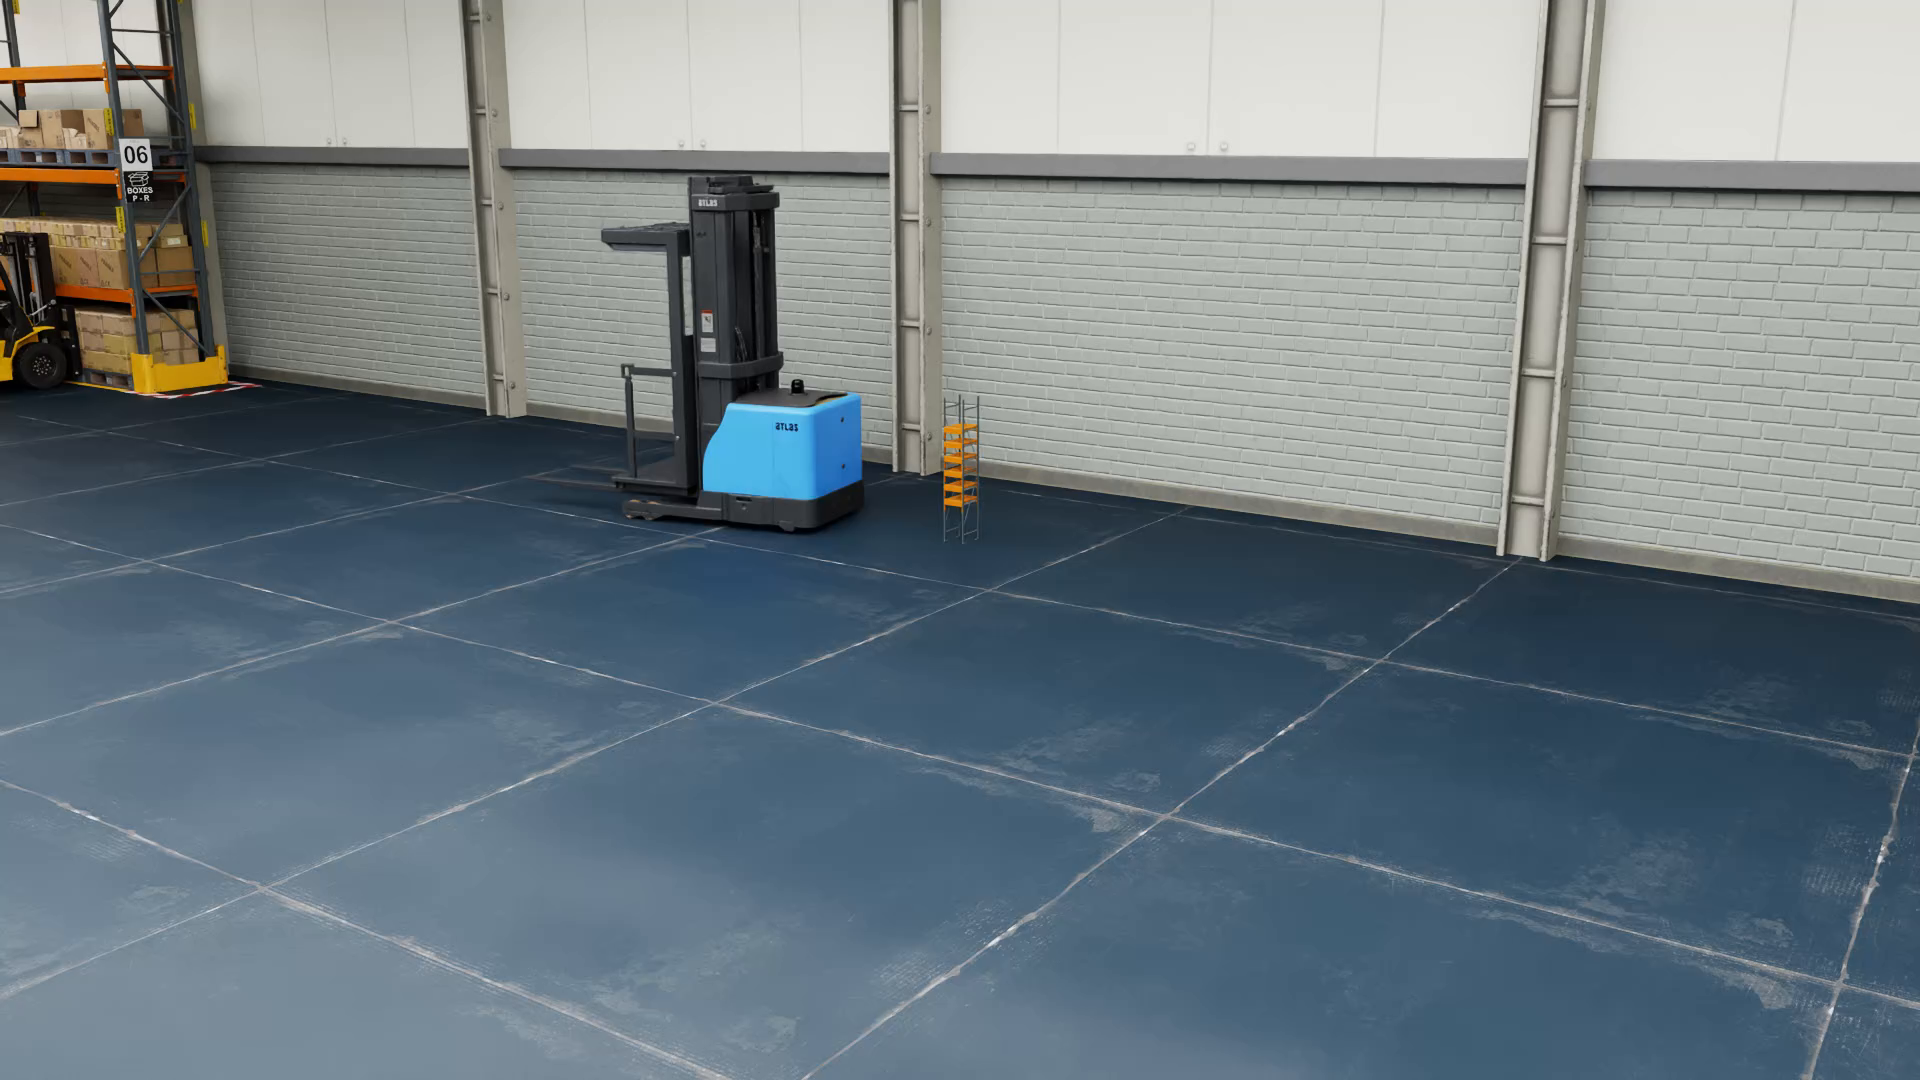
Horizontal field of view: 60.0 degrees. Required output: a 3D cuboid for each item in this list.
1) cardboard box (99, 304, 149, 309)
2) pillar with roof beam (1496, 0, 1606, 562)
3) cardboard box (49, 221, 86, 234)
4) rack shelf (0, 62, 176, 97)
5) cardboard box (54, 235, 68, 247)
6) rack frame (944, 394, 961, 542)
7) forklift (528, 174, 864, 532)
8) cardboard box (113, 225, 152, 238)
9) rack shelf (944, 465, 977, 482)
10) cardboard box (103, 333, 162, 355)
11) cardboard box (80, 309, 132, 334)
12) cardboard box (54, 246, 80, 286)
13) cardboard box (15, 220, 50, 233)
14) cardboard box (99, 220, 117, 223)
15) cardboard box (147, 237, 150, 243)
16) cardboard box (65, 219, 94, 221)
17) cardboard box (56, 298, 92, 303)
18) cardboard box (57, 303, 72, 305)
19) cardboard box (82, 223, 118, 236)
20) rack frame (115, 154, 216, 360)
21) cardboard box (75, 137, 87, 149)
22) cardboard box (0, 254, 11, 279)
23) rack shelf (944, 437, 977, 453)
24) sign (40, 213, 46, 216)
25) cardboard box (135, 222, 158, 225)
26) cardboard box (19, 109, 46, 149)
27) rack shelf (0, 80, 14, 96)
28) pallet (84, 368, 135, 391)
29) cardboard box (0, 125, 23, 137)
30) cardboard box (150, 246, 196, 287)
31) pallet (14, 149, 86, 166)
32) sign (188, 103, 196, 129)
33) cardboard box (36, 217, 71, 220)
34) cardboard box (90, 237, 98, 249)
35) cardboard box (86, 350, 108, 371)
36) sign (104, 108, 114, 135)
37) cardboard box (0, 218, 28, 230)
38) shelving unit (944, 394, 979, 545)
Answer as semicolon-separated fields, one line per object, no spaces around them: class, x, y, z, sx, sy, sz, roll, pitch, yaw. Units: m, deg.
cardboard box;-11.427;-3.075;22.771;0.500;0.250;0.500;9;17;32
pillar with roof beam;2.150;-3.396;8.814;0.400;9.000;9.100;9;17;33
cardboard box;-11.999;-4.201;22.376;0.250;0.149;0.380;9;17;34
rack shelf;-11.968;-6.120;22.148;4.000;0.370;1.077;9;17;33
cardboard box;-11.830;-4.004;22.198;0.250;0.149;0.380;9;17;33
rack frame;-0.064;-0.593;13.721;0.006;1.200;0.240;9;17;33
forklift;-2.417;-1.701;14.596;3.031;2.935;1.130;6;15;22
cardboard box;-10.723;-3.997;21.550;0.250;0.149;0.380;9;17;33
rack shelf;0.012;-0.537;13.682;0.180;0.103;0.258;9;17;33
cardboard box;-10.886;-2.598;21.883;0.500;0.250;0.500;9;16;32
cardboard box;-11.291;-2.904;22.081;0.500;0.250;0.500;10;17;34
cardboard box;-11.714;-3.685;22.260;0.500;0.500;0.500;9;16;32
cardboard box;-12.657;-4.291;22.740;0.250;0.149;0.380;9;16;32
cardboard box;-11.485;-4.274;22.670;0.250;0.149;0.380;9;16;31
cardboard box;-10.685;-3.964;22.036;0.250;0.149;0.380;9;17;33
cardboard box;-12.149;-4.366;23.043;0.250;0.149;0.380;9;16;32
cardboard box;-12.682;-3.282;23.605;0.500;0.250;0.500;9;16;32
cardboard box;-12.563;-3.111;22.917;0.500;0.250;0.500;10;17;35
cardboard box;-11.342;-4.102;21.973;0.250;0.149;0.380;9;17;33
rack frame;-10.308;-3.483;21.651;0.127;3.000;1.000;9;17;33
cardboard box;-11.165;-5.120;21.462;0.250;0.149;0.380;9;16;31
cardboard box;-12.963;-3.890;23.086;0.500;0.500;0.500;10;17;34
rack shelf;0.012;-0.770;13.624;0.180;0.103;0.258;9;17;33
sign;-13.319;-4.589;24.152;0.005;0.325;0.100;9;17;33
cardboard box;-10.893;-4.153;22.180;0.250;0.149;0.380;10;17;34
cardboard box;-12.070;-5.496;22.242;0.637;0.503;0.797;10;17;35
rack shelf;-15.287;-6.656;24.315;4.000;0.370;1.077;9;17;33
pallet;-10.966;-2.224;22.367;1.213;0.211;1.003;9;17;33
cardboard box;-13.073;-5.524;22.759;0.500;0.311;0.500;10;17;34
cardboard box;-10.564;-3.653;22.131;0.500;0.500;0.500;10;17;35
pallet;-11.897;-5.160;22.365;1.213;0.211;1.003;9;17;33
sign;-9.993;-5.512;21.620;0.005;0.325;0.100;9;17;33
cardboard box;-12.781;-4.470;23.461;0.250;0.149;0.380;9;17;32
cardboard box;-11.162;-3.912;21.828;0.250;0.149;0.380;10;17;34
cardboard box;-11.282;-2.421;22.208;0.500;0.250;0.500;9;17;33
sign;-10.622;-5.224;20.764;0.005;0.325;0.100;9;17;33
cardboard box;-13.251;-4.412;23.226;0.250;0.149;0.380;9;17;34
shelving unit;0.012;-0.580;13.671;0.189;1.200;0.258;9;17;33
